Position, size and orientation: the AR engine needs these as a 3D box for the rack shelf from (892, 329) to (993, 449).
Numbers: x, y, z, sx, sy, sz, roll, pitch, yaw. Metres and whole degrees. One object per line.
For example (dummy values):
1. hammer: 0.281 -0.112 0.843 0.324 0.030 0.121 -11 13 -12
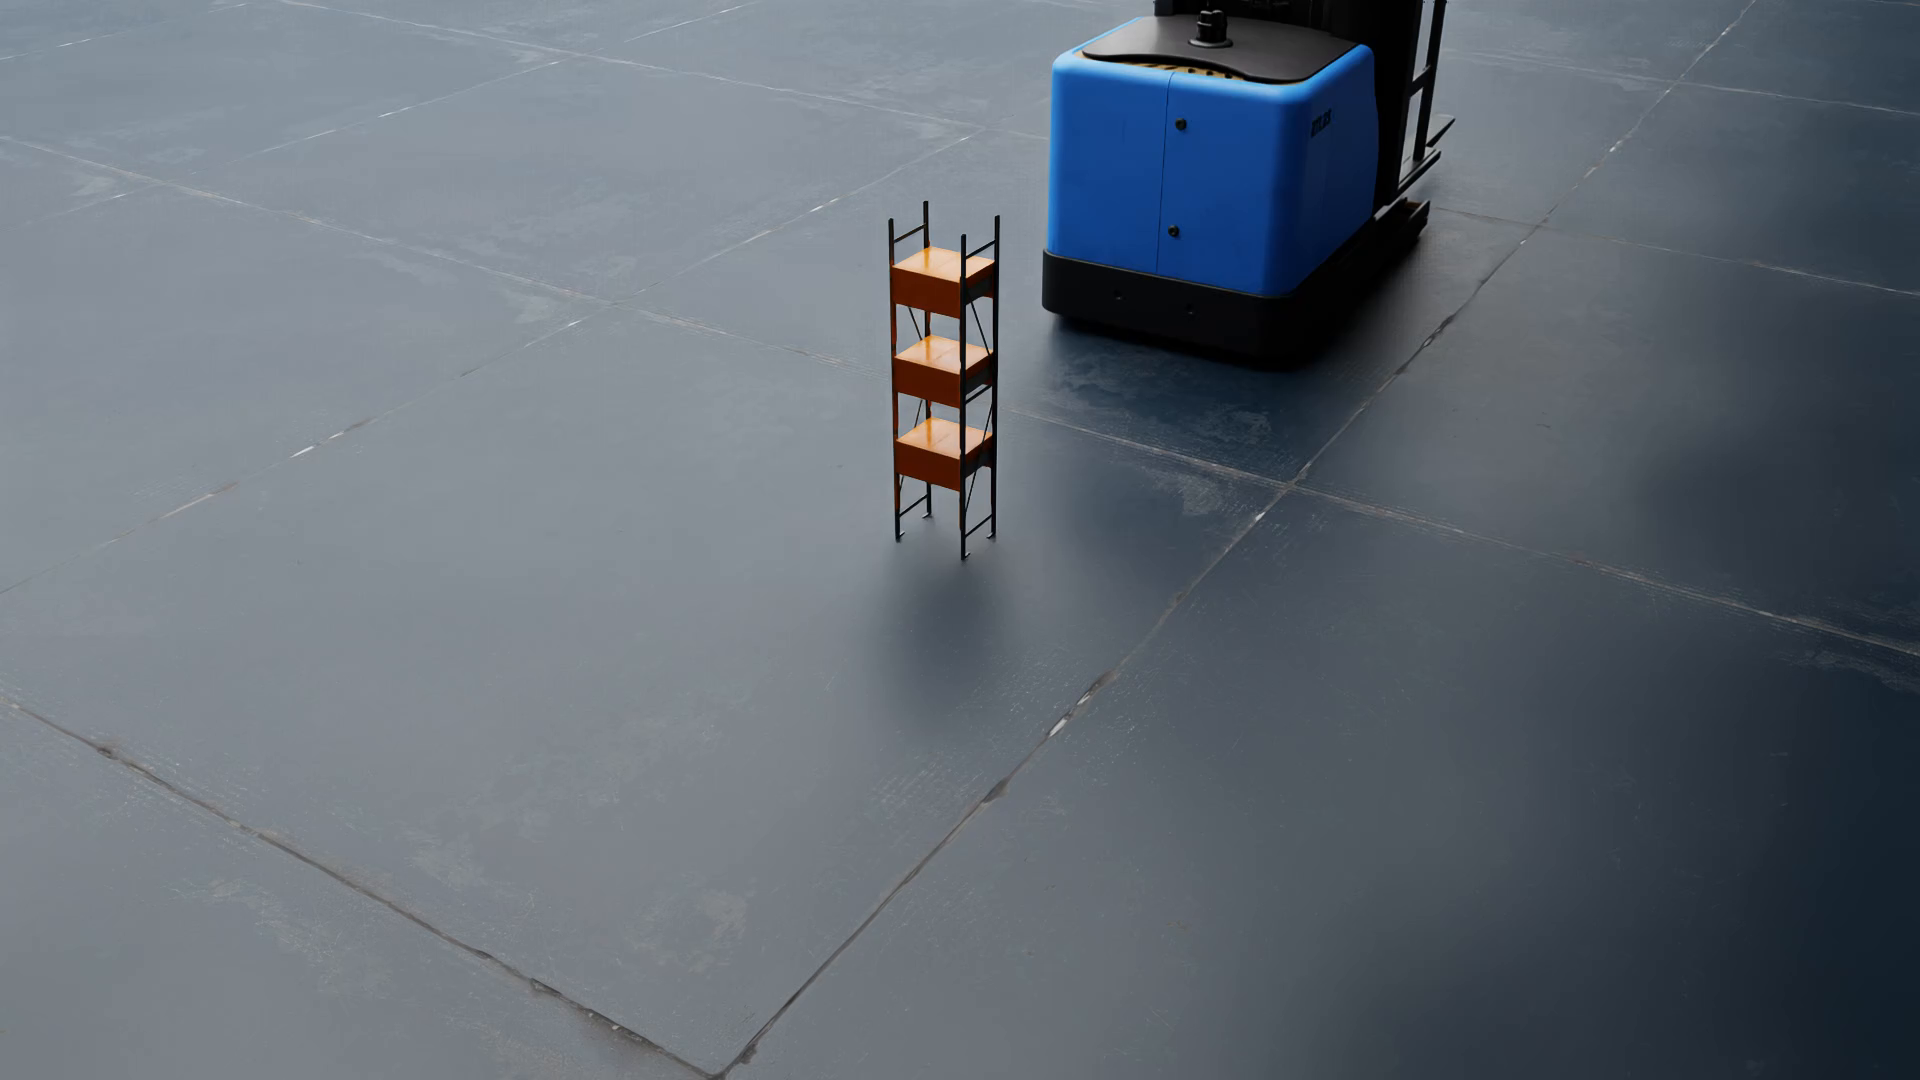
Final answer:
1. rack shelf: -0.045 -0.459 5.015 0.240 0.259 0.215 18 35 27

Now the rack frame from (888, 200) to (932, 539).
1. rack frame: -0.149 -0.501 5.066 0.008 1.050 0.200 18 35 27

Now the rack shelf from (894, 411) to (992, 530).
1. rack shelf: -0.045 -0.219 5.155 0.240 0.259 0.215 18 35 27

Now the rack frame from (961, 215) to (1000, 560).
1. rack frame: 0.058 -0.435 4.954 0.008 1.050 0.200 18 35 27

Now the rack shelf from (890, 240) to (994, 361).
1. rack shelf: -0.045 -0.704 4.872 0.240 0.259 0.215 18 35 27

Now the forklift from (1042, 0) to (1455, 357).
1. forklift: 1.497 -2.670 6.919 1.130 2.935 3.031 16 34 25

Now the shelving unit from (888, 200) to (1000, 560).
1. shelving unit: -0.045 -0.468 5.010 0.252 1.050 0.215 18 35 27
